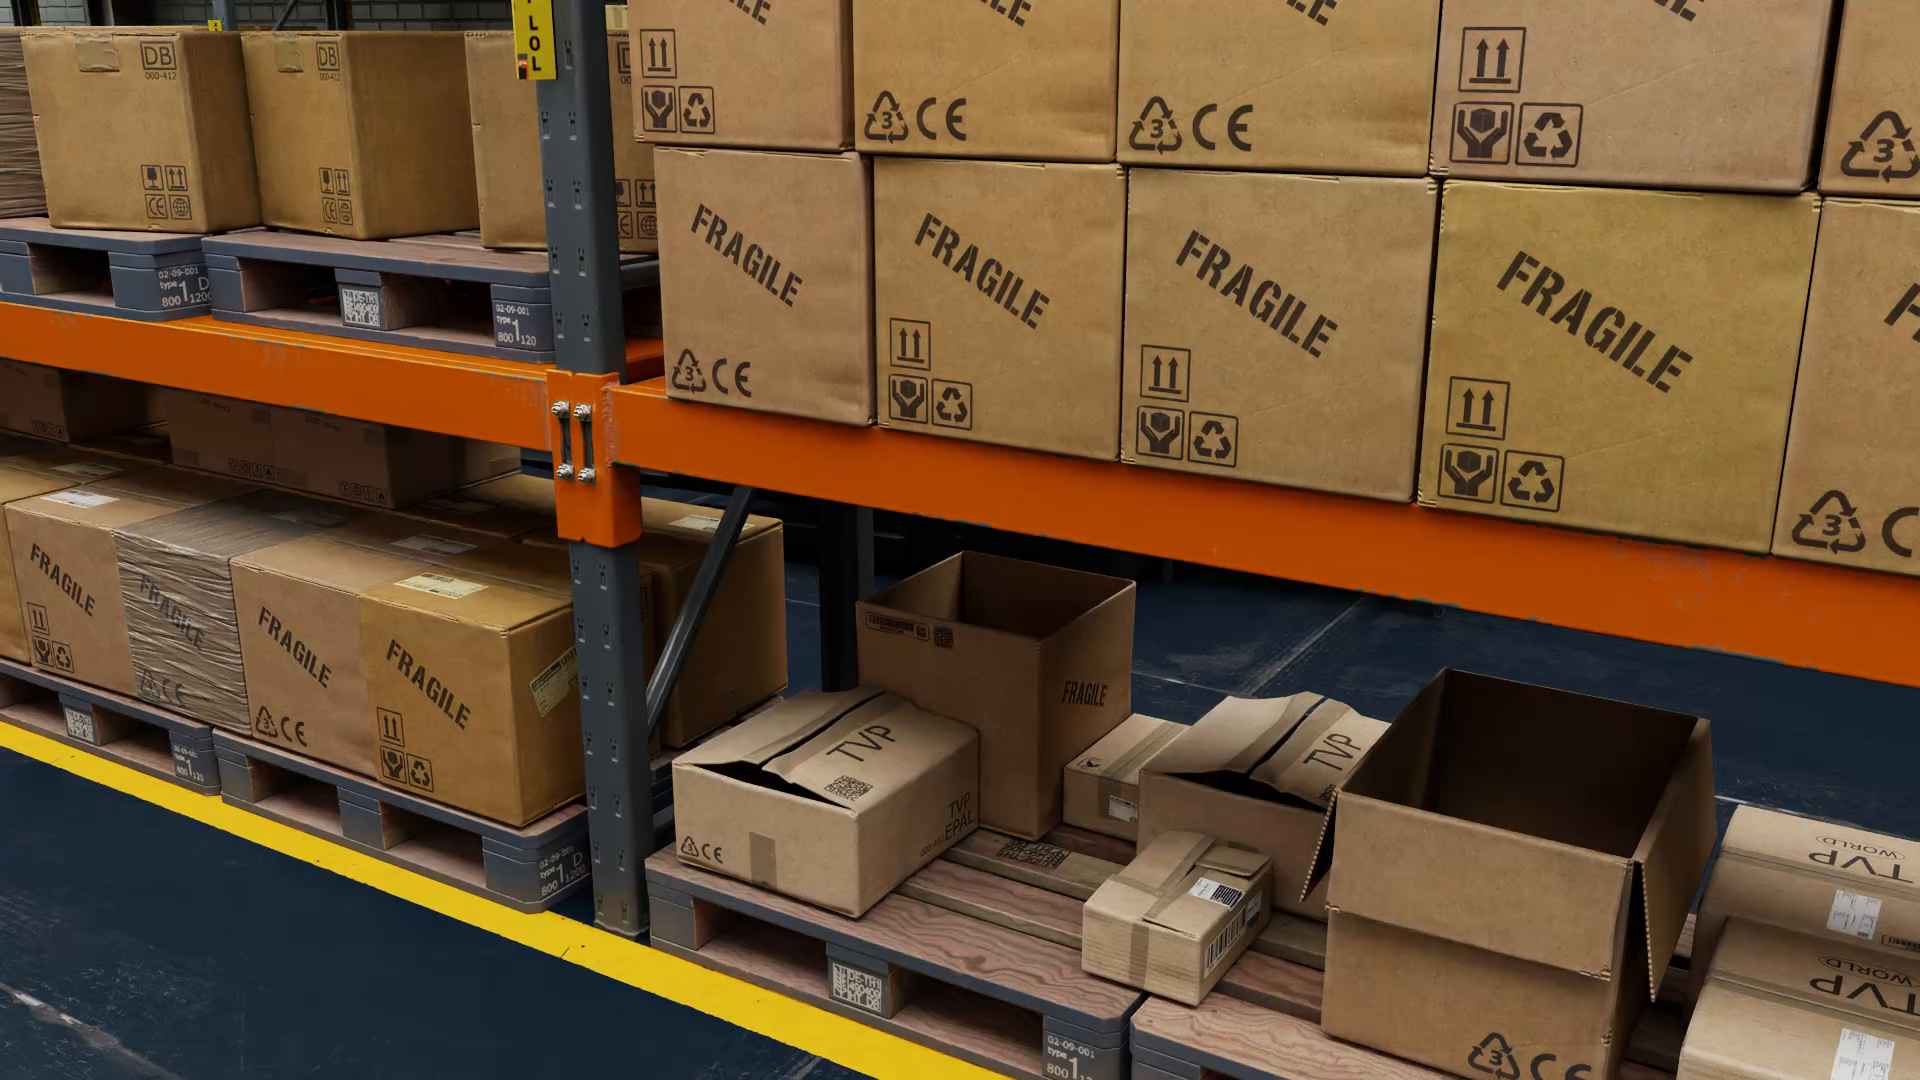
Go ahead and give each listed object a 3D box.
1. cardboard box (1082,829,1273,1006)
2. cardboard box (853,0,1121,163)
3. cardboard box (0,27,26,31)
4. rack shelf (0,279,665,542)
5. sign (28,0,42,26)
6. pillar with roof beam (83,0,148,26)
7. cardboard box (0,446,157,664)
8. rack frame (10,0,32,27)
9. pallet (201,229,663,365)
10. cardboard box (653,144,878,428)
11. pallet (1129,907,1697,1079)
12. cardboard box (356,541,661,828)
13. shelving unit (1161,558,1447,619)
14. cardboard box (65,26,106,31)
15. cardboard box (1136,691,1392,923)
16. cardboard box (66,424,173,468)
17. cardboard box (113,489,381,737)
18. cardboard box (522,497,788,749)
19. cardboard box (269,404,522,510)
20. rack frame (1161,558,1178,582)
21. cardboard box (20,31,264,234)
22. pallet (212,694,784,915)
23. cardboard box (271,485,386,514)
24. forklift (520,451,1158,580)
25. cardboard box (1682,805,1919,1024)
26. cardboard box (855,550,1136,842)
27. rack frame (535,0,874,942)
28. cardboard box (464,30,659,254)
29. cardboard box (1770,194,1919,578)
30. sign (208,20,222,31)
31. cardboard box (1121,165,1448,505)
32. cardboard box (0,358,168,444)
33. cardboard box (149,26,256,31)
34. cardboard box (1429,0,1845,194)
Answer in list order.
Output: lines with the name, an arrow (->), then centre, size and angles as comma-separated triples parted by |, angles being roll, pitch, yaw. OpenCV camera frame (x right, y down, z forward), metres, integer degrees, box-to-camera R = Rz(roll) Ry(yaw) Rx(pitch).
cardboard box -> 0.445, 0.749, 3.371 | 0.250, 0.166, 0.380 | 10, 20, 30
cardboard box -> 0.153, -0.949, 2.951 | 0.500, 0.500, 0.500 | 9, 19, 28
cardboard box -> -7.075, -3.687, 12.791 | 0.500, 0.500, 0.500 | 9, 19, 28
rack shelf -> -2.246, -0.602, 4.941 | 4.000, 0.370, 1.077 | 10, 20, 30
sign -> -7.870, -4.535, 14.113 | 0.005, 0.325, 0.100 | 10, 20, 30
pillar with roof beam -> -9.382, -5.607, 9.857 | 0.400, 9.000, 9.100 | 10, 20, 30
cardboard box -> -2.838, 0.031, 5.163 | 0.500, 0.500, 0.500 | 10, 19, 29
rack frame -> -8.178, -3.695, 13.884 | 0.127, 3.000, 1.000 | 10, 20, 30
pallet -> -1.165, -0.699, 4.352 | 1.213, 0.211, 1.003 | 10, 20, 30
cardboard box -> -0.250, -0.545, 3.343 | 0.500, 0.500, 0.500 | 11, 20, 31
pallet -> 1.087, 0.982, 3.285 | 1.213, 0.211, 1.003 | 10, 20, 30
cardboard box -> -1.112, 0.339, 4.147 | 0.500, 0.500, 0.500 | 10, 20, 30
shelving unit -> 1.351, -0.385, 6.213 | 1.048, 1.125, 0.538 | 7, 18, 23
cardboard box -> -6.186, -3.532, 12.282 | 0.500, 0.500, 0.500 | 9, 19, 28
cardboard box -> 0.732, 0.564, 3.732 | 0.500, 0.311, 0.500 | 10, 20, 30
cardboard box -> -2.589, -0.102, 5.601 | 0.500, 0.500, 0.500 | 9, 19, 28
cardboard box -> -1.956, 0.186, 4.653 | 0.500, 0.500, 0.500 | 10, 20, 31
cardboard box -> -0.826, 0.209, 4.575 | 0.500, 0.500, 0.500 | 9, 19, 28
cardboard box -> -1.678, -0.302, 4.967 | 0.500, 0.250, 0.500 | 10, 20, 30
rack frame -> 0.887, -0.445, 6.412 | 0.032, 1.125, 0.500 | 7, 18, 23
cardboard box -> -2.079, -1.144, 4.593 | 0.500, 0.500, 0.700 | 5, 18, 16
pallet -> -1.254, 0.578, 4.616 | 1.213, 0.211, 1.003 | 10, 20, 30
cardboard box -> -1.708, 0.053, 5.089 | 0.500, 0.500, 0.500 | 10, 20, 31
forklift -> -0.572, -1.477, 6.700 | 3.031, 2.935, 1.130 | 7, 18, 23
cardboard box -> 1.700, 0.766, 3.172 | 0.500, 0.250, 0.500 | 10, 20, 30
cardboard box -> 0.092, 0.360, 4.080 | 0.500, 0.500, 0.500 | 10, 20, 30
rack frame -> -0.542, -0.642, 3.835 | 0.127, 3.000, 1.000 | 10, 20, 30
cardboard box -> -0.828, -1.018, 4.179 | 0.500, 0.500, 0.700 | 4, 17, 12
cardboard box -> 1.477, -0.238, 2.331 | 0.500, 0.500, 0.500 | 10, 20, 30
sign -> -5.047, -3.365, 11.309 | 0.005, 0.325, 0.100 | 10, 20, 30
cardboard box -> 0.613, -0.391, 2.836 | 0.500, 0.500, 0.500 | 10, 20, 30
cardboard box -> -2.980, -0.532, 5.726 | 0.500, 0.250, 0.500 | 11, 20, 32
cardboard box -> -5.334, -3.378, 11.776 | 0.500, 0.500, 0.500 | 10, 20, 30
cardboard box -> 1.031, -0.792, 2.436 | 0.500, 0.500, 0.500 | 11, 20, 32
